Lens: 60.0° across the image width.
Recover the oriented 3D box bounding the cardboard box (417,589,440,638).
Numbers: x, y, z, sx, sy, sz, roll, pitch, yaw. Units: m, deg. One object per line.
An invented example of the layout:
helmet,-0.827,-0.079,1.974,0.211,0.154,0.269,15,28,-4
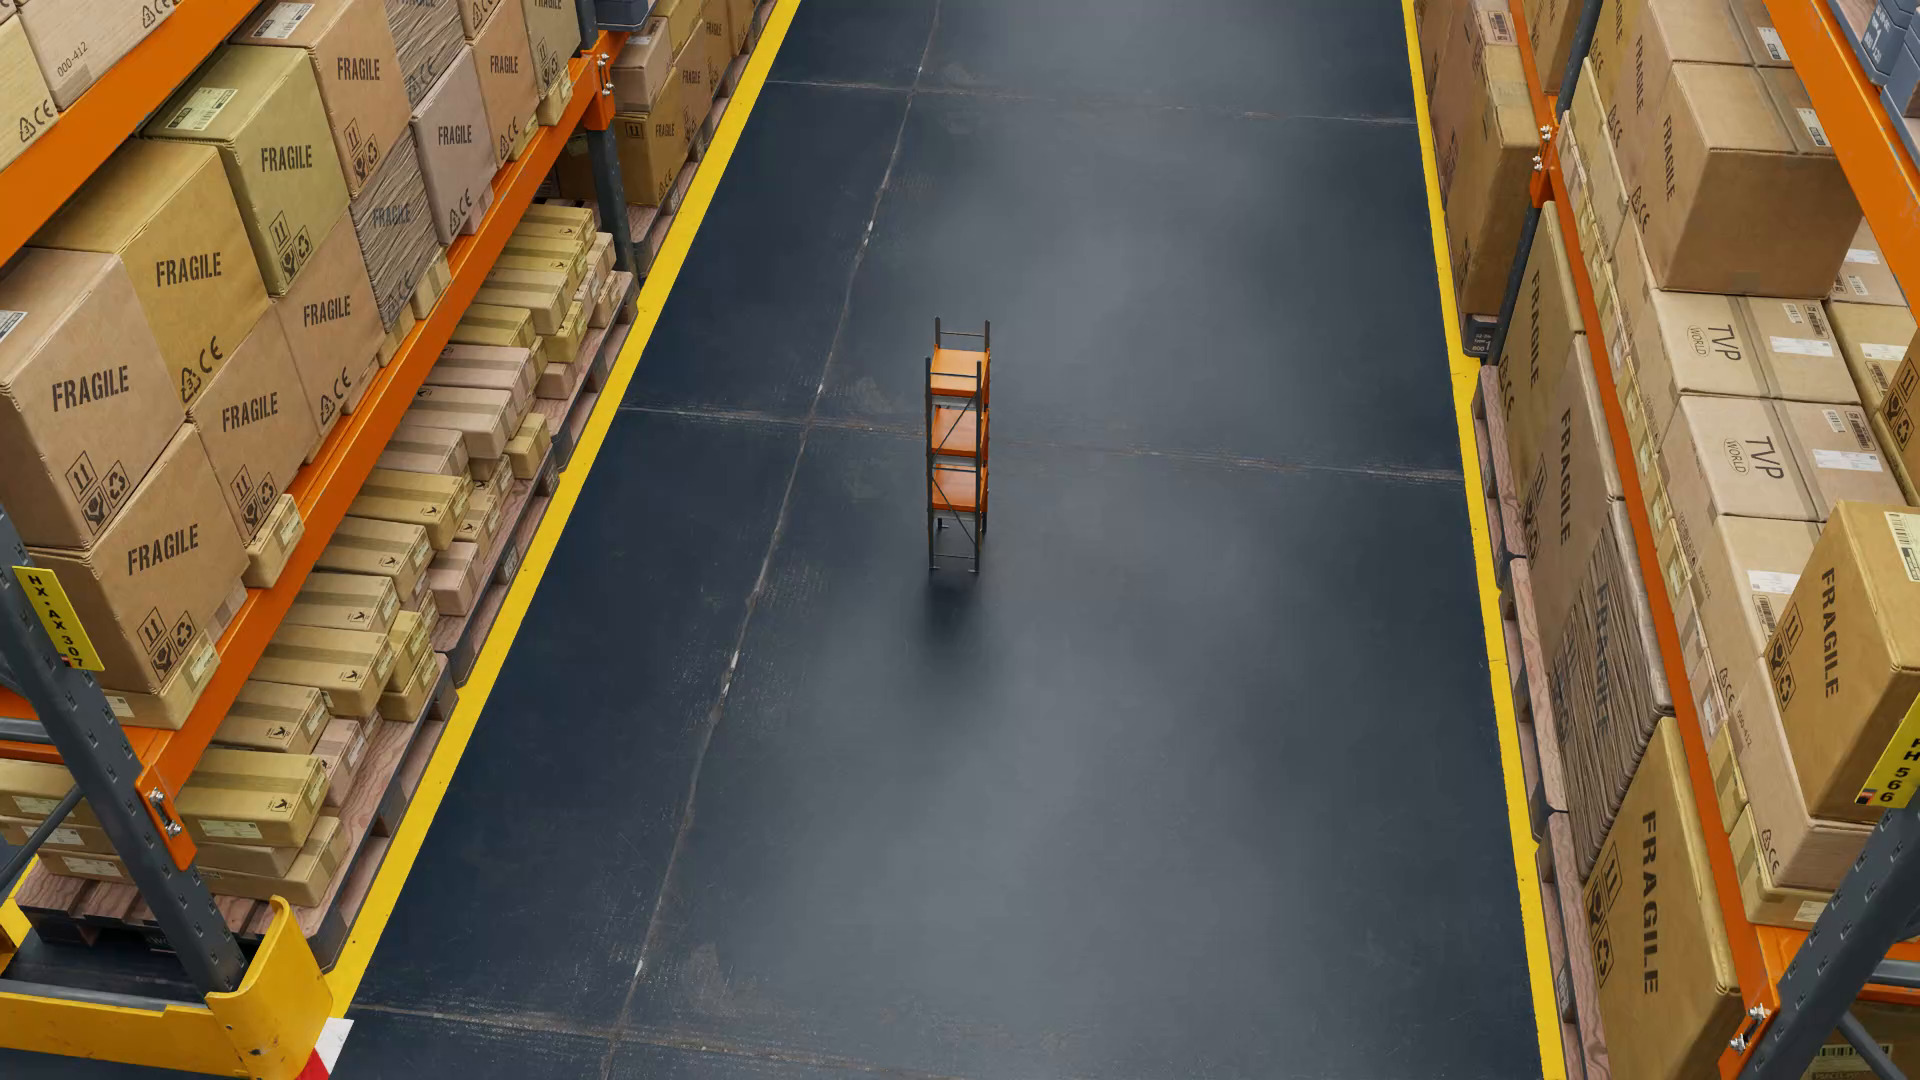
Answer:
cardboard box,-2.123,0.298,6.022,0.380,0.149,0.250,5,44,6

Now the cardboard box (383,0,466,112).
cardboard box,-1.980,-1.743,5.393,0.500,0.500,0.500,6,44,7

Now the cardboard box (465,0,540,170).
cardboard box,-1.895,-1.716,6.091,0.500,0.500,0.500,4,44,4

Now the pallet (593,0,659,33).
pallet,-1.796,-2.719,7.579,1.003,0.211,1.213,5,44,6

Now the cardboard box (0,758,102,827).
cardboard box,-2.752,0.728,5.135,0.380,0.149,0.250,6,44,6

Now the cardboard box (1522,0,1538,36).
cardboard box,2.725,-2.477,7.112,0.500,0.500,0.500,7,44,7

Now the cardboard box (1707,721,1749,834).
cardboard box,2.086,0.606,4.111,0.380,0.149,0.250,6,44,6

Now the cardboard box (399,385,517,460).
cardboard box,-1.930,-0.452,6.381,0.380,0.149,0.250,4,44,4

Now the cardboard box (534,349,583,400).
cardboard box,-1.844,-0.744,7.122,0.380,0.149,0.250,4,44,4

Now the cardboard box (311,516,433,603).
cardboard box,-2.090,0.062,5.838,0.380,0.149,0.250,7,44,7

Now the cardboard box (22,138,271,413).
cardboard box,-2.188,-0.688,4.279,0.500,0.500,0.500,6,44,7

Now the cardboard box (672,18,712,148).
cardboard box,-1.613,-2.366,8.579,0.500,0.500,0.500,7,44,7

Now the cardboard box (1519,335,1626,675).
cardboard box,2.576,-0.086,5.899,0.875,0.875,0.875,5,44,6

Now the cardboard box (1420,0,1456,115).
cardboard box,3.153,-2.793,8.758,1.225,0.875,0.875,5,44,6

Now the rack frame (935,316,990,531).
rack frame,0.009,-0.428,6.438,0.200,1.050,0.008,5,44,6

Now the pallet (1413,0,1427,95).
pallet,3.211,-2.944,9.706,1.003,0.211,1.213,5,44,6

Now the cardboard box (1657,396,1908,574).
cardboard box,2.268,-0.135,4.604,0.500,0.250,0.500,4,44,4

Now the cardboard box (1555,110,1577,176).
cardboard box,2.493,-1.498,6.333,0.380,0.149,0.250,5,44,6

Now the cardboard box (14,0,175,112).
cardboard box,-2.184,-1.231,3.795,0.500,0.250,0.500,7,44,7

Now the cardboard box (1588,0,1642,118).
cardboard box,2.545,-1.784,5.799,0.500,0.500,0.500,5,44,6

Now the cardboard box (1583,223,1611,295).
cardboard box,2.391,-0.960,5.765,0.380,0.149,0.250,4,44,4

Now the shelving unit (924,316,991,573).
shelving unit,-0.007,-0.345,6.351,0.215,1.050,0.252,5,44,6

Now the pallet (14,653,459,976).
pallet,-2.418,0.856,5.693,1.003,0.211,1.213,5,44,6

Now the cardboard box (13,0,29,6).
cardboard box,-2.187,-1.402,3.613,0.500,0.250,0.500,5,44,5

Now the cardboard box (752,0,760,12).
cardboard box,-1.413,-3.426,9.699,0.500,0.500,0.500,7,44,7

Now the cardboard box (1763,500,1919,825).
cardboard box,2.137,0.283,3.616,0.500,0.500,0.500,6,44,6

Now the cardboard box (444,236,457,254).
cardboard box,-2.019,-1.081,5.893,0.380,0.149,0.250,5,44,5

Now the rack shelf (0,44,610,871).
rack shelf,-2.306,-0.656,5.785,1.077,0.370,4.000,5,44,6

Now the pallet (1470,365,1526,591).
pallet,2.683,-0.237,6.847,1.003,0.211,1.213,5,44,6

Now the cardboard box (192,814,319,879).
cardboard box,-2.247,0.886,5.184,0.380,0.149,0.250,7,44,7

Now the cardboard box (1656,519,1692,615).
cardboard box,2.187,0.088,4.659,0.380,0.149,0.250,4,44,5

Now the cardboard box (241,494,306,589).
cardboard box,-2.121,-0.010,4.762,0.380,0.149,0.250,4,44,4

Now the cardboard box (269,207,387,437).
cardboard box,-2.114,-0.679,4.997,0.500,0.500,0.500,6,44,6

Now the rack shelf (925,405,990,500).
rack shelf,-0.007,-0.337,6.358,0.215,0.259,0.240,5,44,6

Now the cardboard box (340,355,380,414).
cardboard box,-2.102,-0.547,5.329,0.380,0.149,0.250,4,44,5

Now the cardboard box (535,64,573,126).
cardboard box,-1.773,-1.788,6.639,0.380,0.149,0.250,4,44,4

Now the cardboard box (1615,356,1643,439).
cardboard box,2.288,-0.436,5.211,0.380,0.149,0.250,4,44,4

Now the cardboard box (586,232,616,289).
cardboard box,-1.768,-1.262,7.453,0.380,0.149,0.250,6,44,6

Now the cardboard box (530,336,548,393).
cardboard box,-1.940,-0.731,6.892,0.380,0.149,0.250,6,44,6

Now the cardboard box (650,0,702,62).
cardboard box,-1.614,-2.640,8.324,0.500,0.250,0.500,6,44,7

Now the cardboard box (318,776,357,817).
cardboard box,-2.230,0.814,5.476,0.380,0.149,0.250,5,44,5

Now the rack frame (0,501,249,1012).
rack frame,-2.570,0.445,4.098,1.000,3.000,0.127,5,44,6

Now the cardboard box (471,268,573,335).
cardboard box,-1.851,-1.000,6.960,0.380,0.149,0.250,5,44,5

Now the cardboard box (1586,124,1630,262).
cardboard box,2.469,-1.180,5.707,0.500,0.250,0.500,5,44,5

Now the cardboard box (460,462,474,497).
cardboard box,-2.087,-0.196,6.327,0.380,0.149,0.250,7,44,7

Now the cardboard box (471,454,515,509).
cardboard box,-1.994,-0.223,6.572,0.380,0.149,0.250,6,44,6

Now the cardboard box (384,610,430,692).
cardboard box,-2.068,0.365,5.734,0.380,0.149,0.250,7,44,7

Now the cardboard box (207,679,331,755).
cardboard box,-2.247,0.587,5.284,0.380,0.149,0.250,6,44,6

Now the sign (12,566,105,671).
sign,-2.033,0.180,3.748,0.100,0.325,0.005,5,44,6

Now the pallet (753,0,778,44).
pallet,-1.618,-3.462,10.252,1.003,0.211,1.213,5,44,6

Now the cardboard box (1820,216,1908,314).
cardboard box,2.930,-0.789,5.294,0.500,0.250,0.500,6,44,6
